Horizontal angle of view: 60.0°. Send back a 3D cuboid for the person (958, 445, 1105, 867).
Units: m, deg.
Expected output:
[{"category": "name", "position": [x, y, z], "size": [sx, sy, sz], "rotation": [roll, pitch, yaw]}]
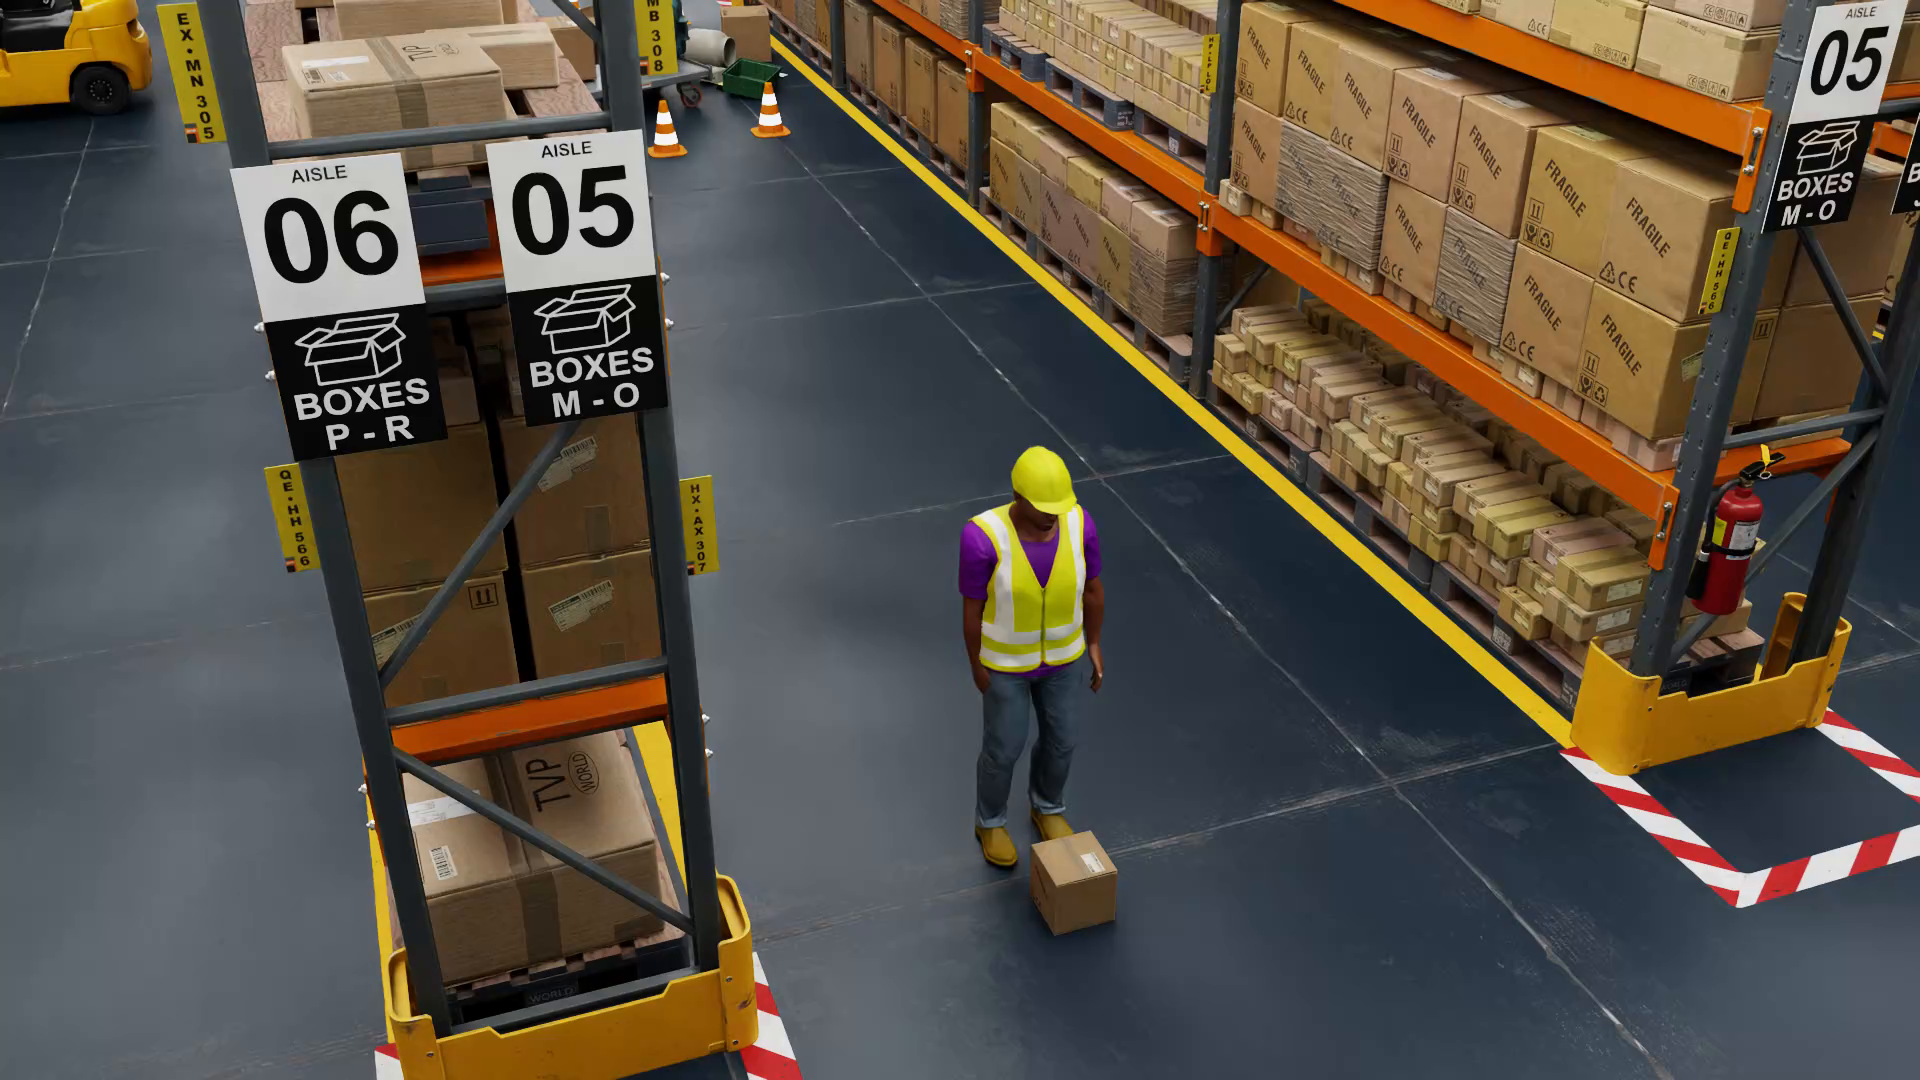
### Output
[{"category": "person", "position": [0.281, 0.437, 6.347], "size": [0.568, 1.762, 0.371], "rotation": [-10, 31, -17]}]
